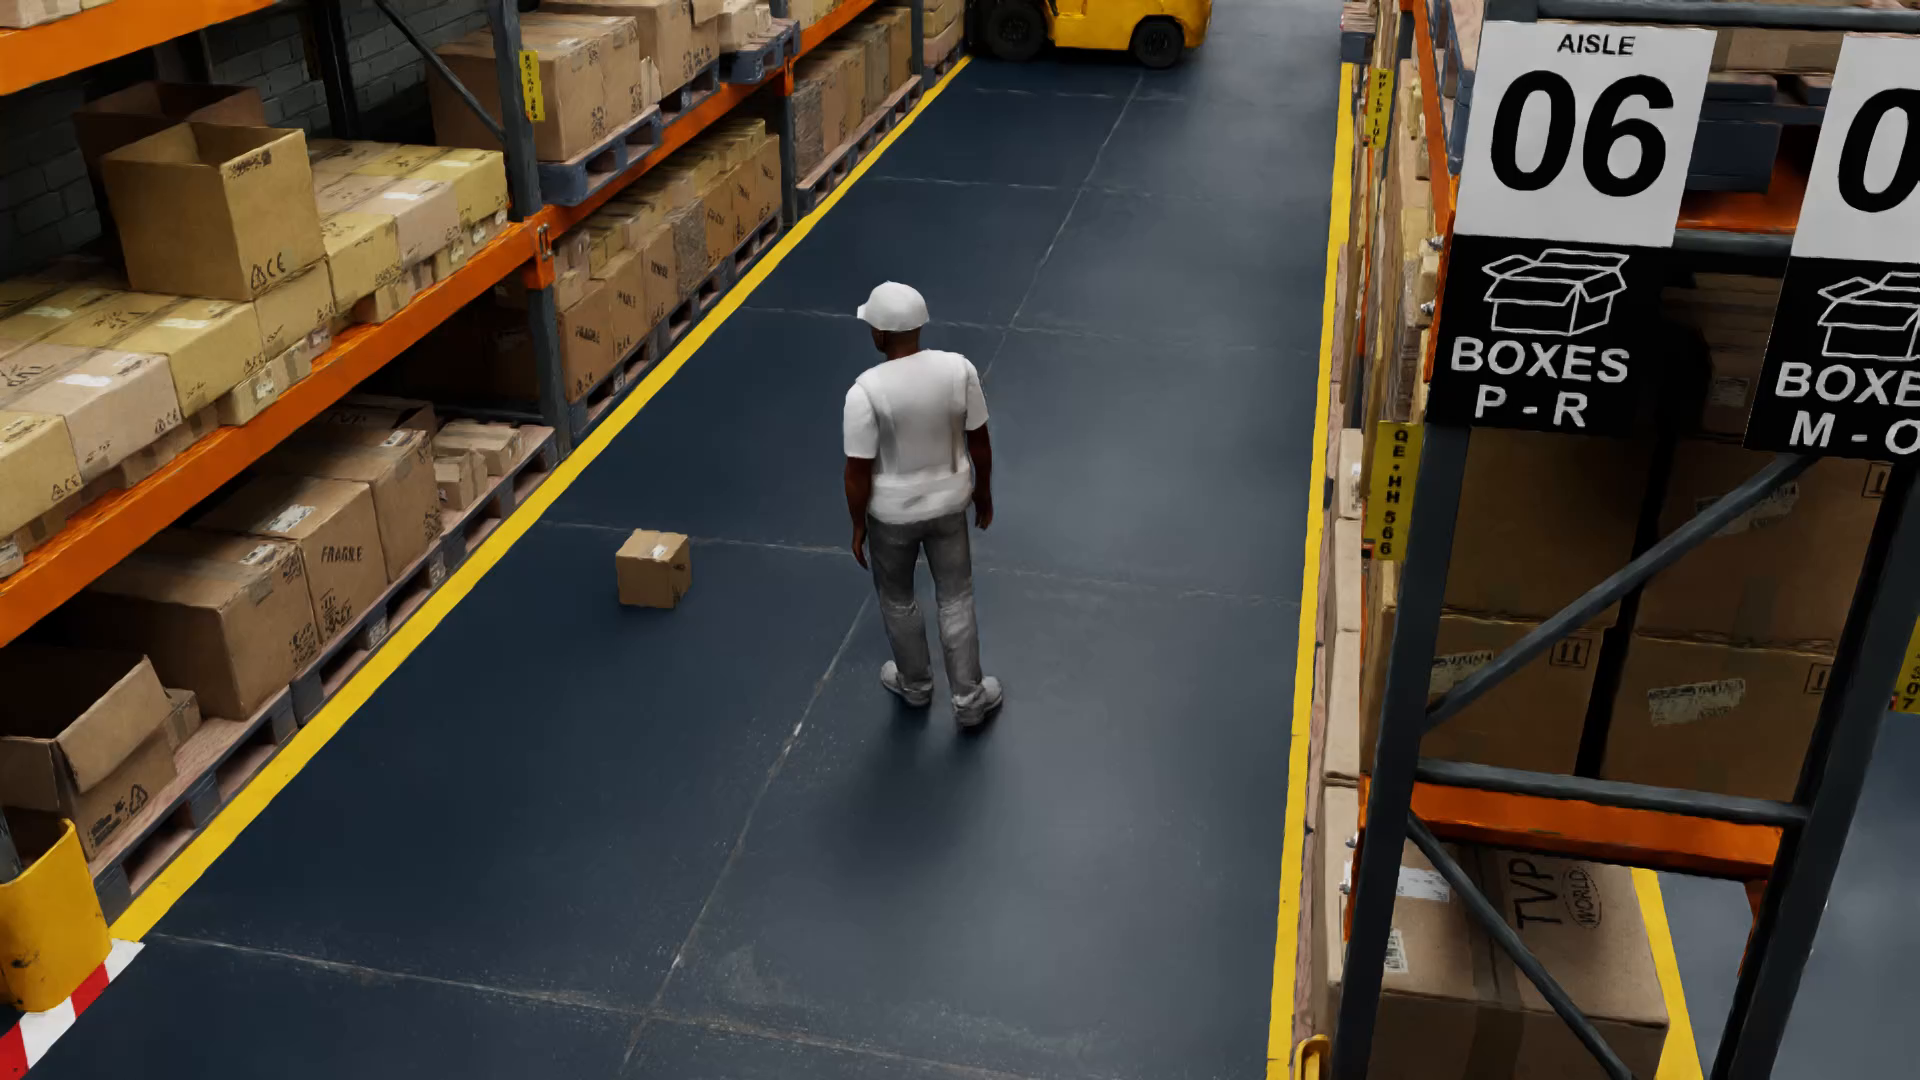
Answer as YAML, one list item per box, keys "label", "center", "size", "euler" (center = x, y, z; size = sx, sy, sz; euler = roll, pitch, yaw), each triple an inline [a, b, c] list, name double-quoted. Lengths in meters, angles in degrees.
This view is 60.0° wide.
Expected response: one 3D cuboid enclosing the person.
- label: "person"
  center: [-0.138, -0.109, 6.305]
  size: [0.608, 1.754, 0.559]
  euler: [-11, 30, -19]
